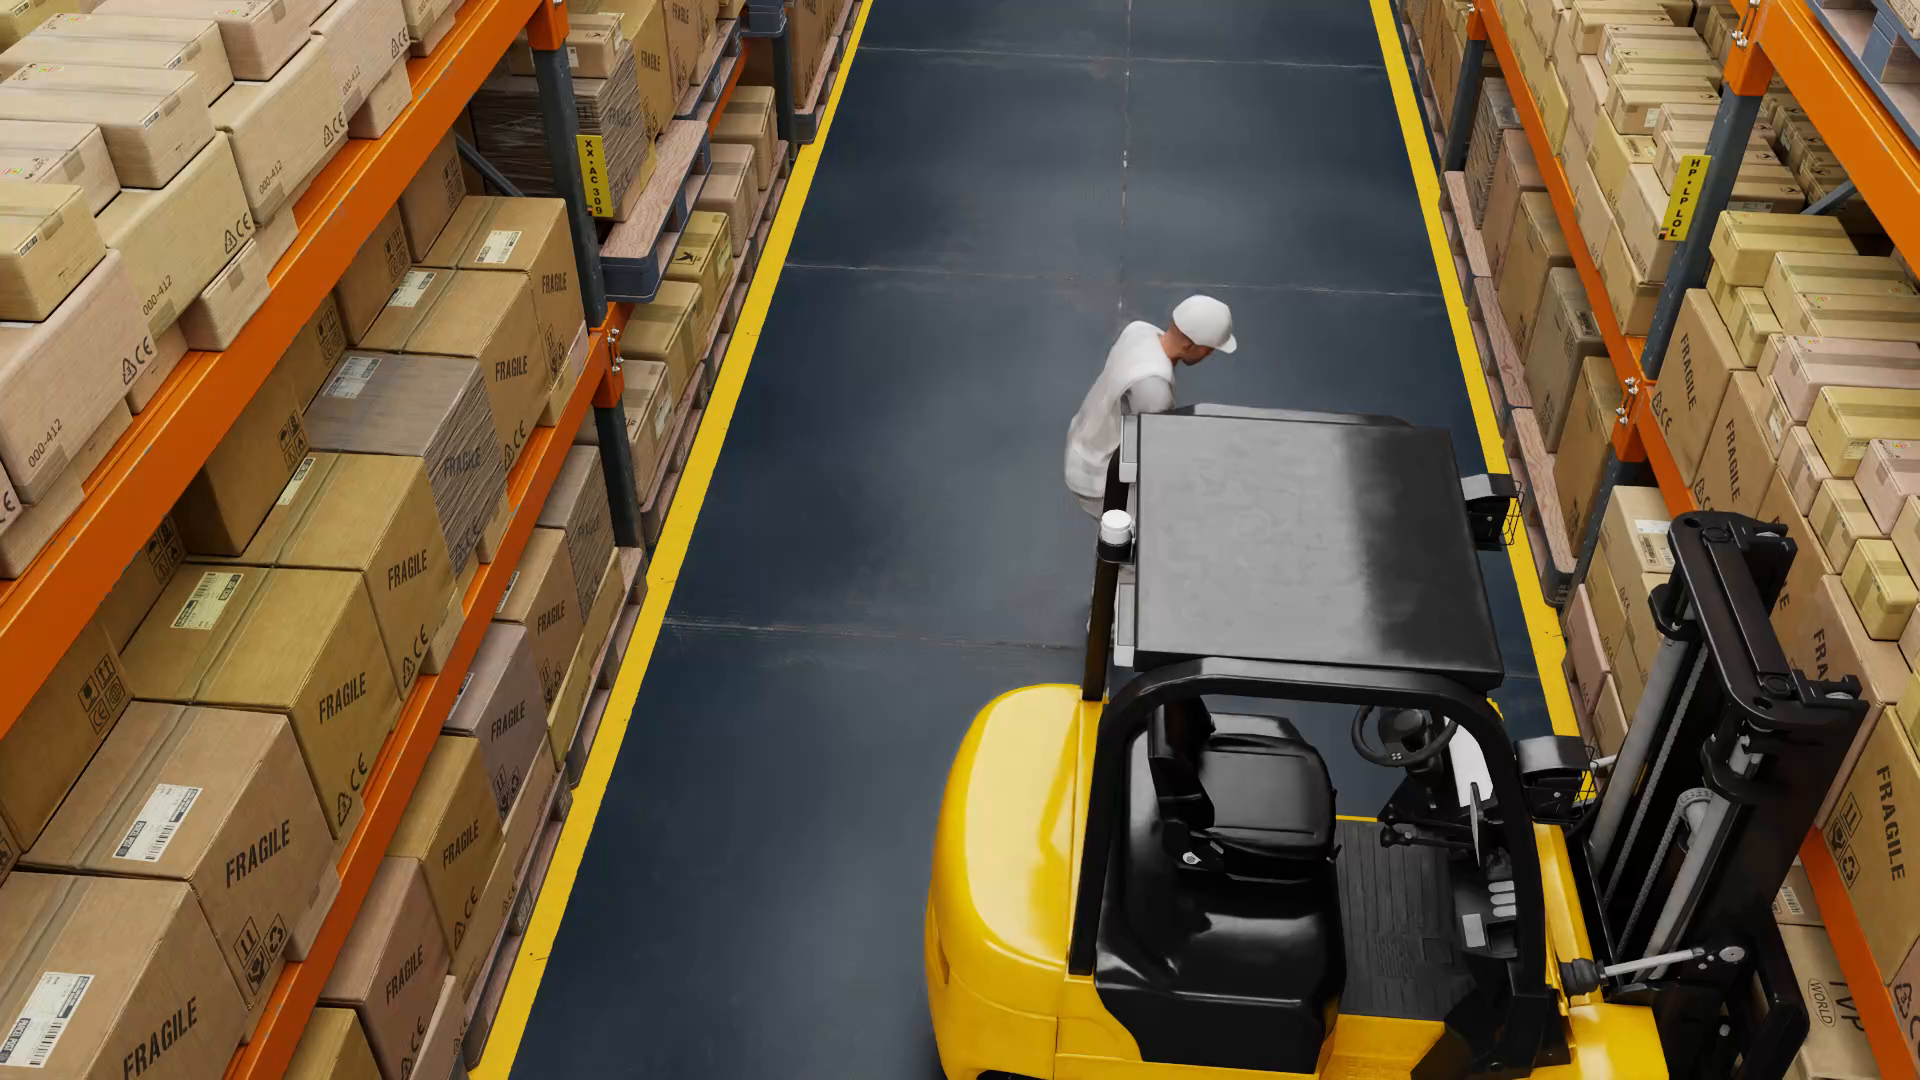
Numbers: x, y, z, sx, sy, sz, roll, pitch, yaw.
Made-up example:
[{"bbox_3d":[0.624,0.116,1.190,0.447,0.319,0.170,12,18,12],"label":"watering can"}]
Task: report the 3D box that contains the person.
[{"bbox_3d":[0.723,-0.280,6.621,0.625,1.604,0.572,4,40,4],"label":"person"}]
